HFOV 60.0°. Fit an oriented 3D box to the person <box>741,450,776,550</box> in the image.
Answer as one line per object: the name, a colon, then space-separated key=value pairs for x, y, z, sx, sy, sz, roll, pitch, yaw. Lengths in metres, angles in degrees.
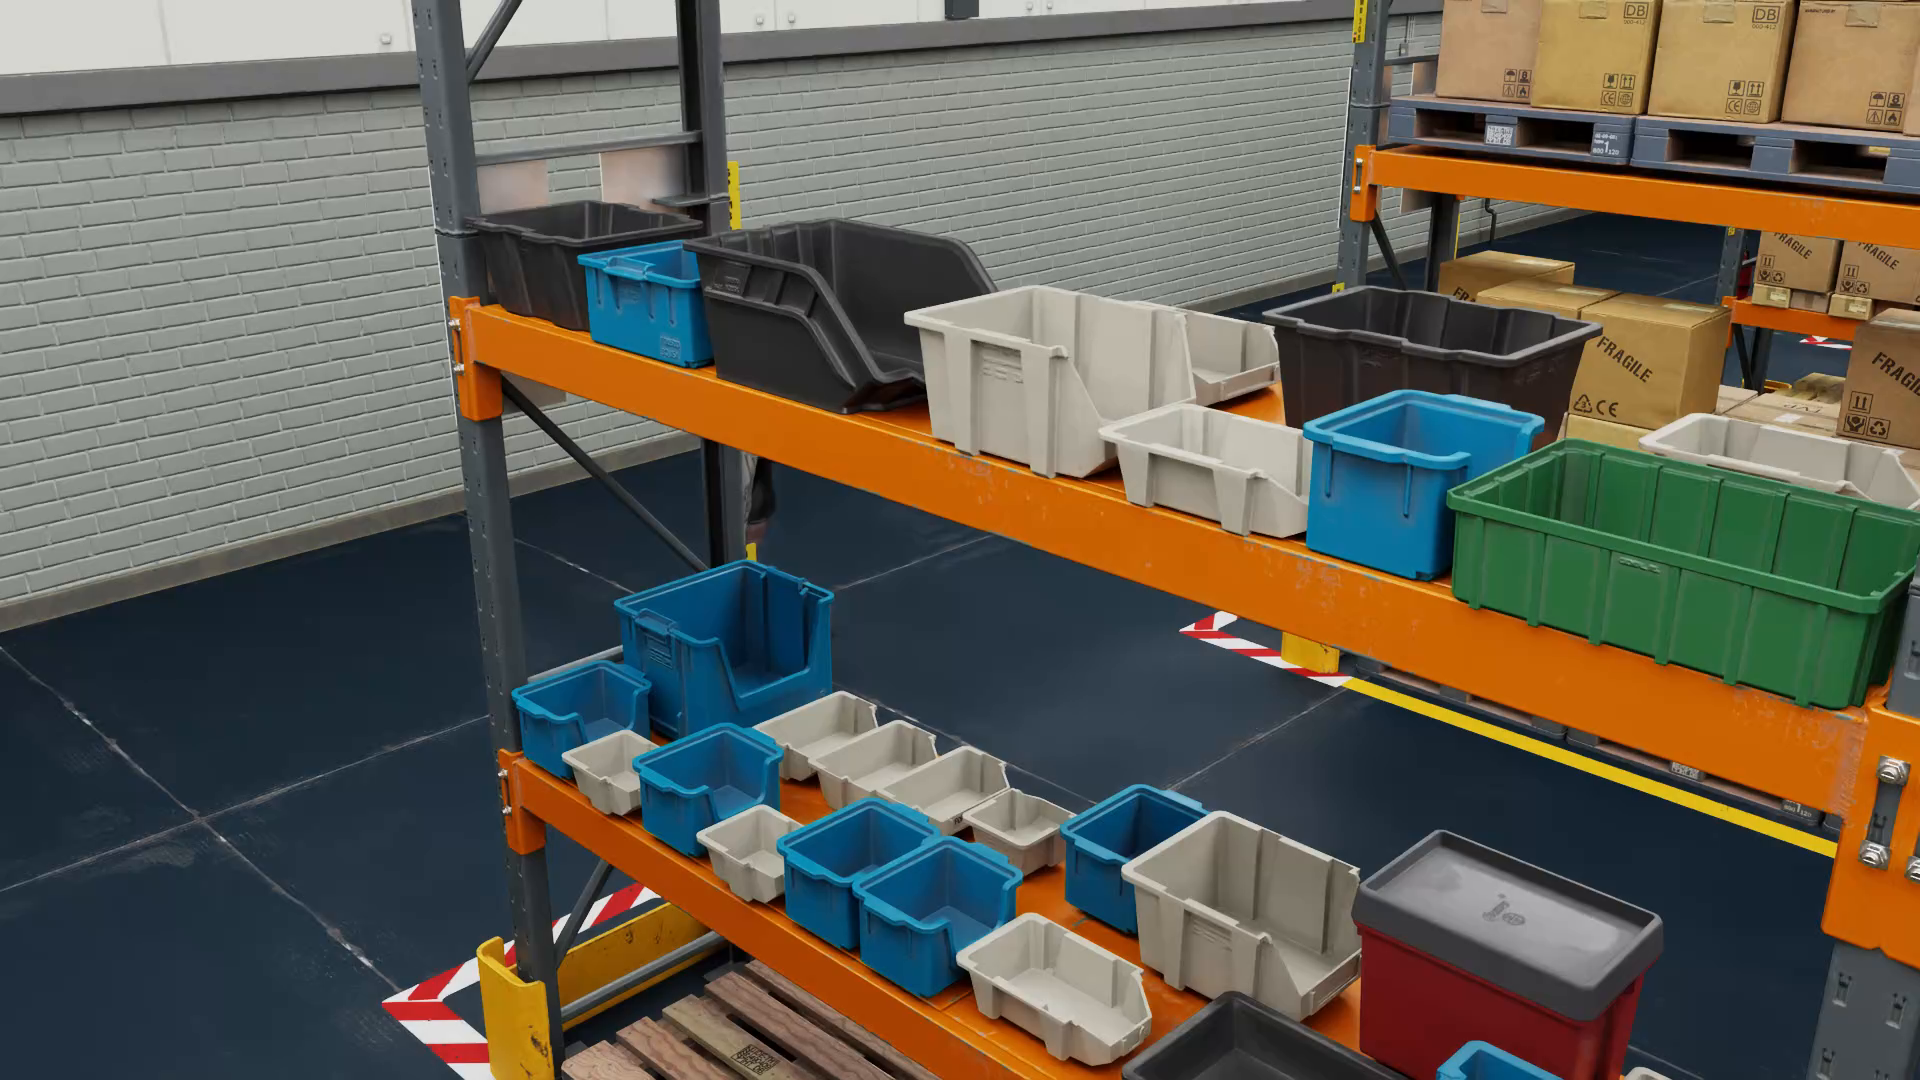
person: x=-1.209 y=-0.098 z=8.878 sx=0.732 sy=1.697 sz=0.564 roll=3 pitch=21 yaw=8
